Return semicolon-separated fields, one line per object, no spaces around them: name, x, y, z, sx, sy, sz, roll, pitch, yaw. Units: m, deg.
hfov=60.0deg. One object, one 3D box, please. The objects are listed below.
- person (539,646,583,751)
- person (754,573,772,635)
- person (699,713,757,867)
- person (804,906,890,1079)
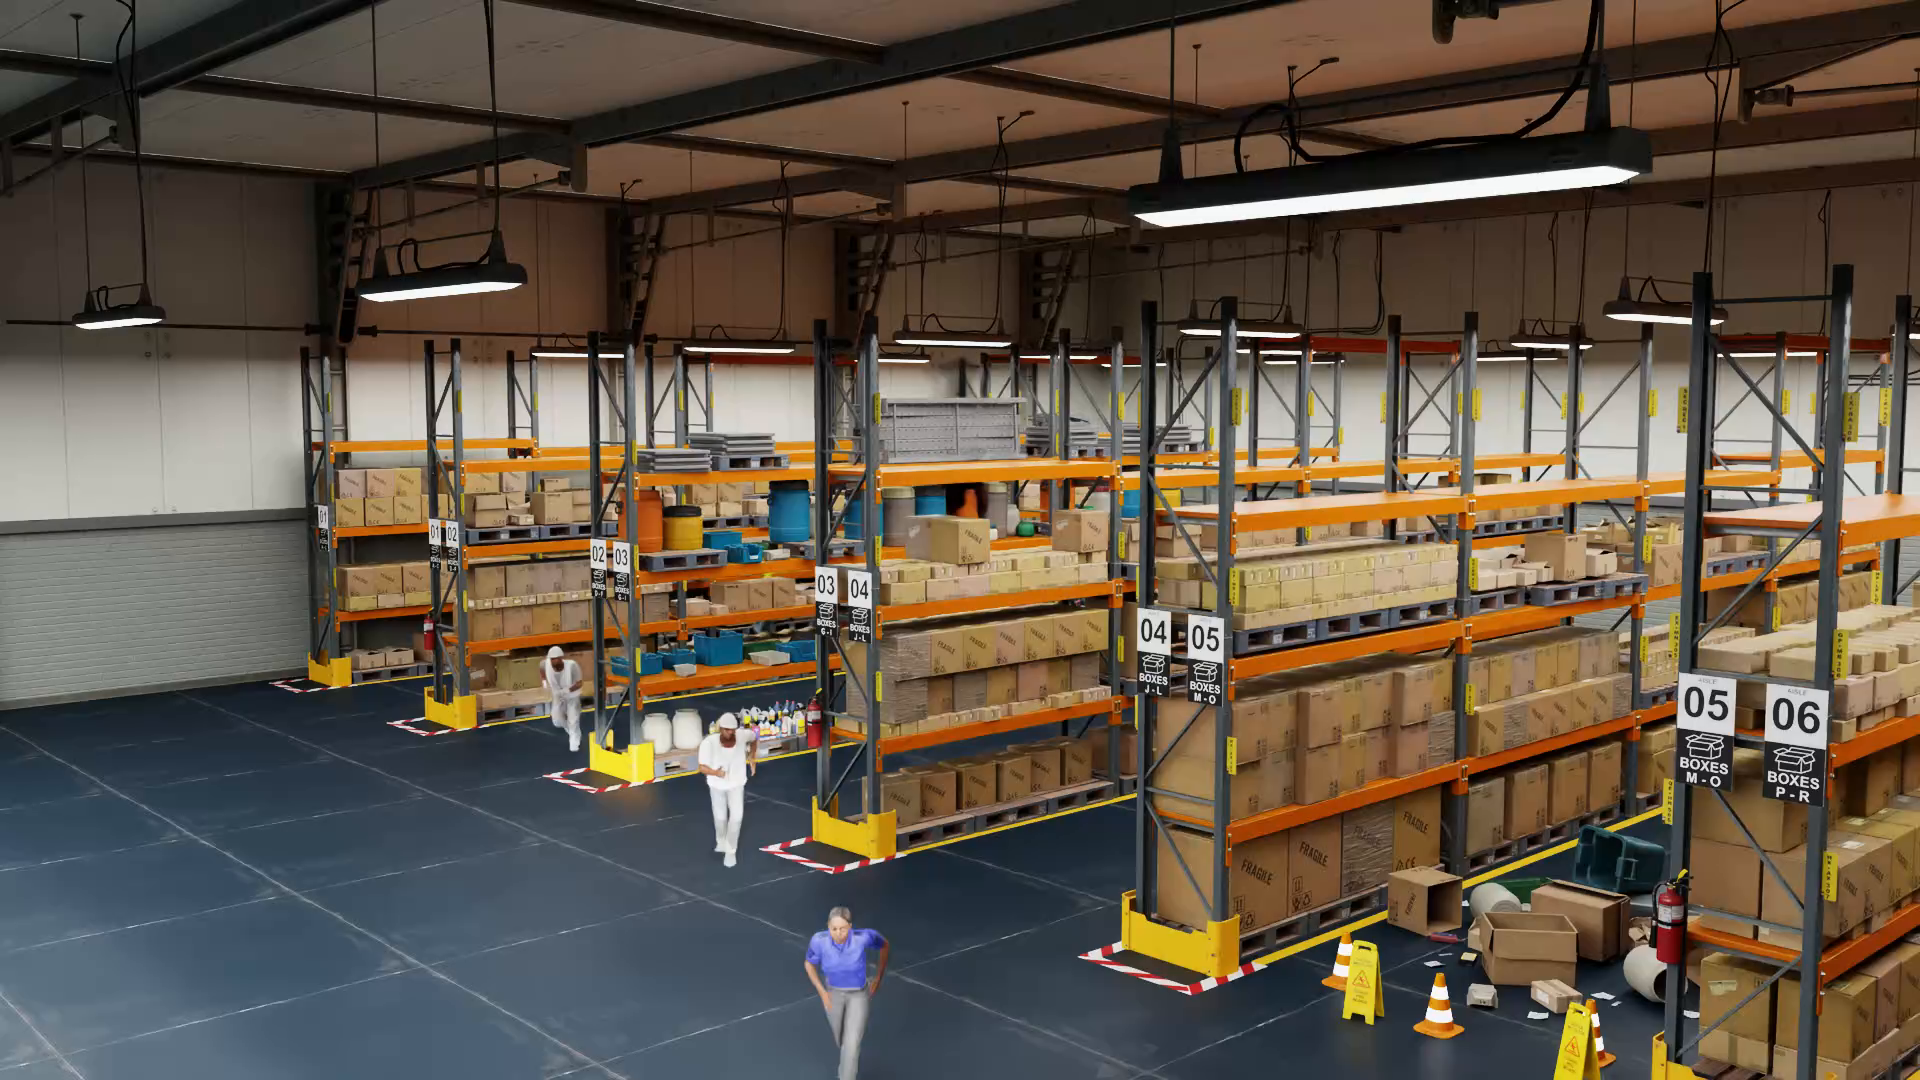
person;-5.725;2.278;23.841;0.715;1.591;0.820;1;5;10
person;-3.762;1.471;32.213;0.714;1.733;0.791;5;7;43
person;-2.544;2.738;18.272;0.653;1.772;0.942;-1;5;-12
person;-0.809;3.399;12.085;0.610;1.498;0.975;0;5;0
